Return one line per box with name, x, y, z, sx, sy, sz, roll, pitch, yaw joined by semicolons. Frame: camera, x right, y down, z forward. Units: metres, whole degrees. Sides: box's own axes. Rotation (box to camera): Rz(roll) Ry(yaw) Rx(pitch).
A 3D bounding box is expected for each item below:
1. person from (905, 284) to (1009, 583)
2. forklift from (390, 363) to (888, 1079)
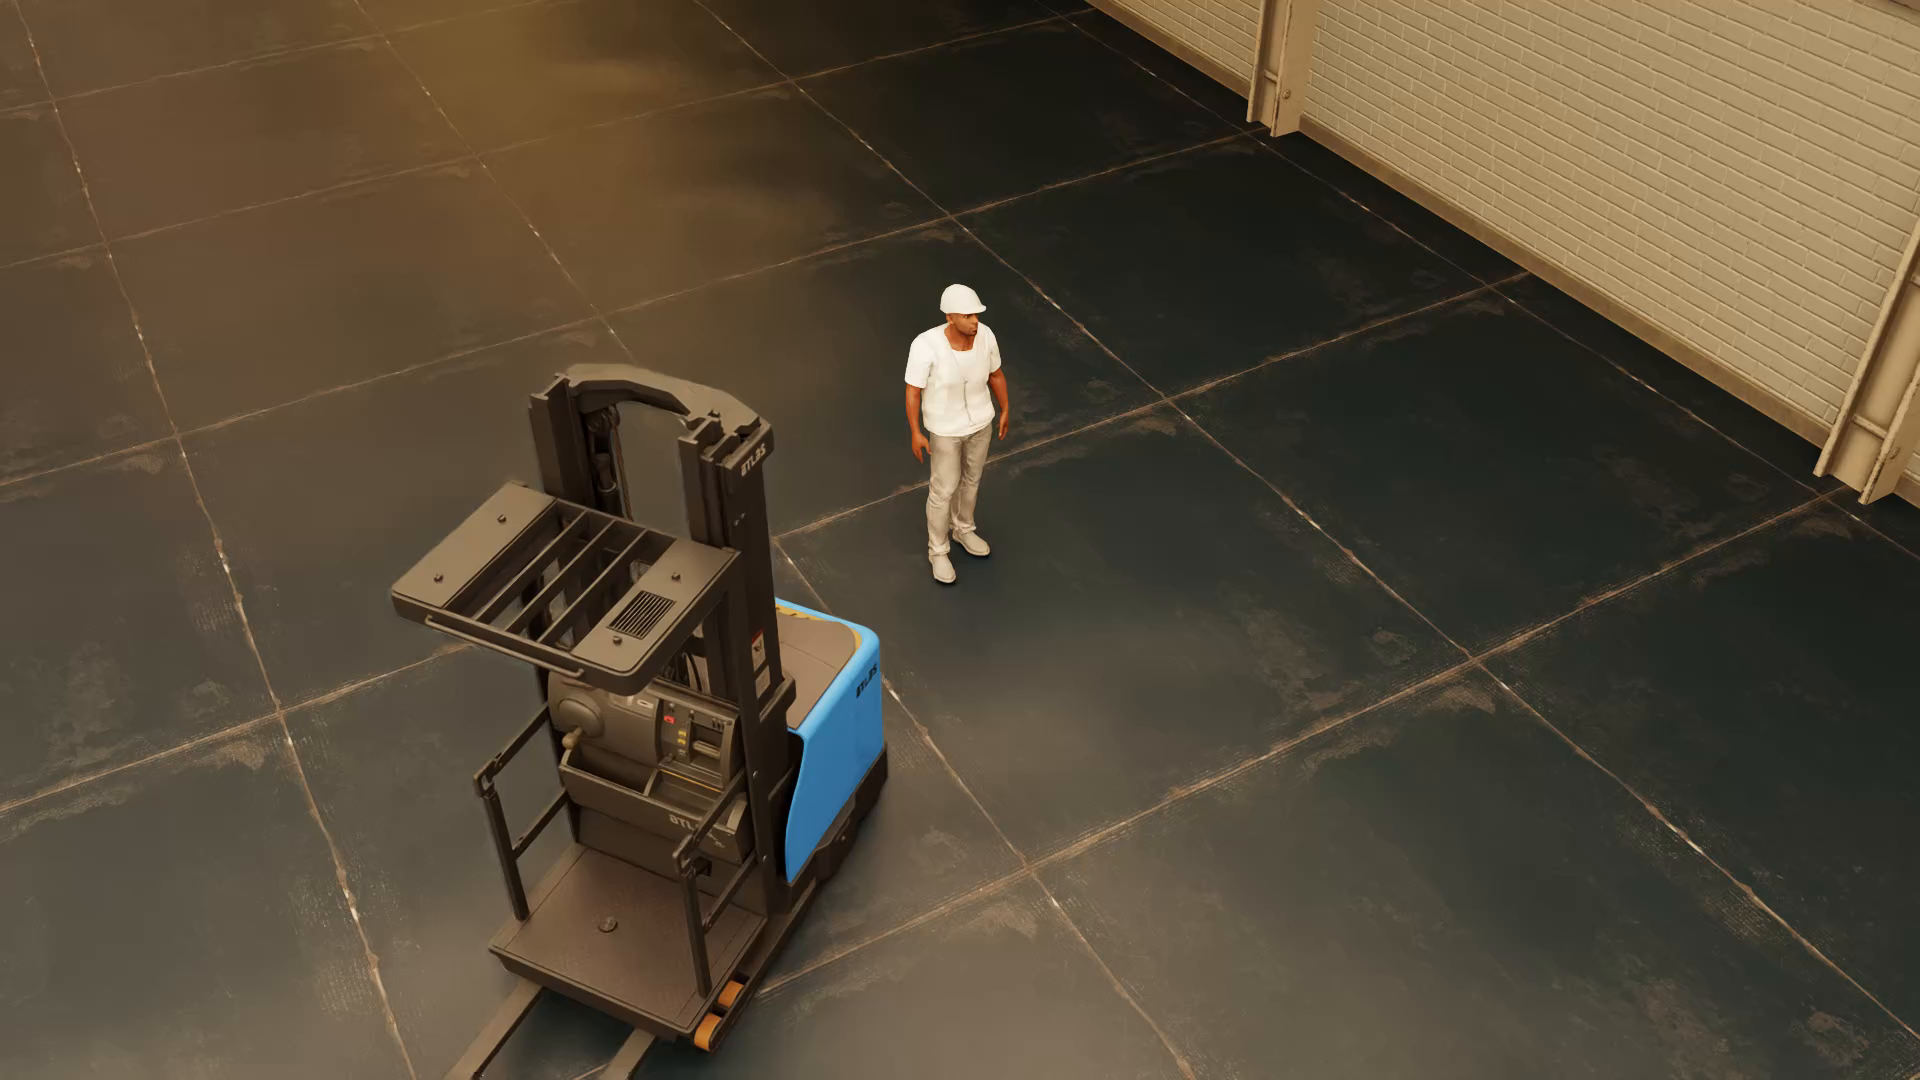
person;0.031;-0.645;9.715;0.666;1.768;0.575;-20;44;-23
forklift;-1.460;0.863;6.995;1.130;2.935;3.031;17;42;19
